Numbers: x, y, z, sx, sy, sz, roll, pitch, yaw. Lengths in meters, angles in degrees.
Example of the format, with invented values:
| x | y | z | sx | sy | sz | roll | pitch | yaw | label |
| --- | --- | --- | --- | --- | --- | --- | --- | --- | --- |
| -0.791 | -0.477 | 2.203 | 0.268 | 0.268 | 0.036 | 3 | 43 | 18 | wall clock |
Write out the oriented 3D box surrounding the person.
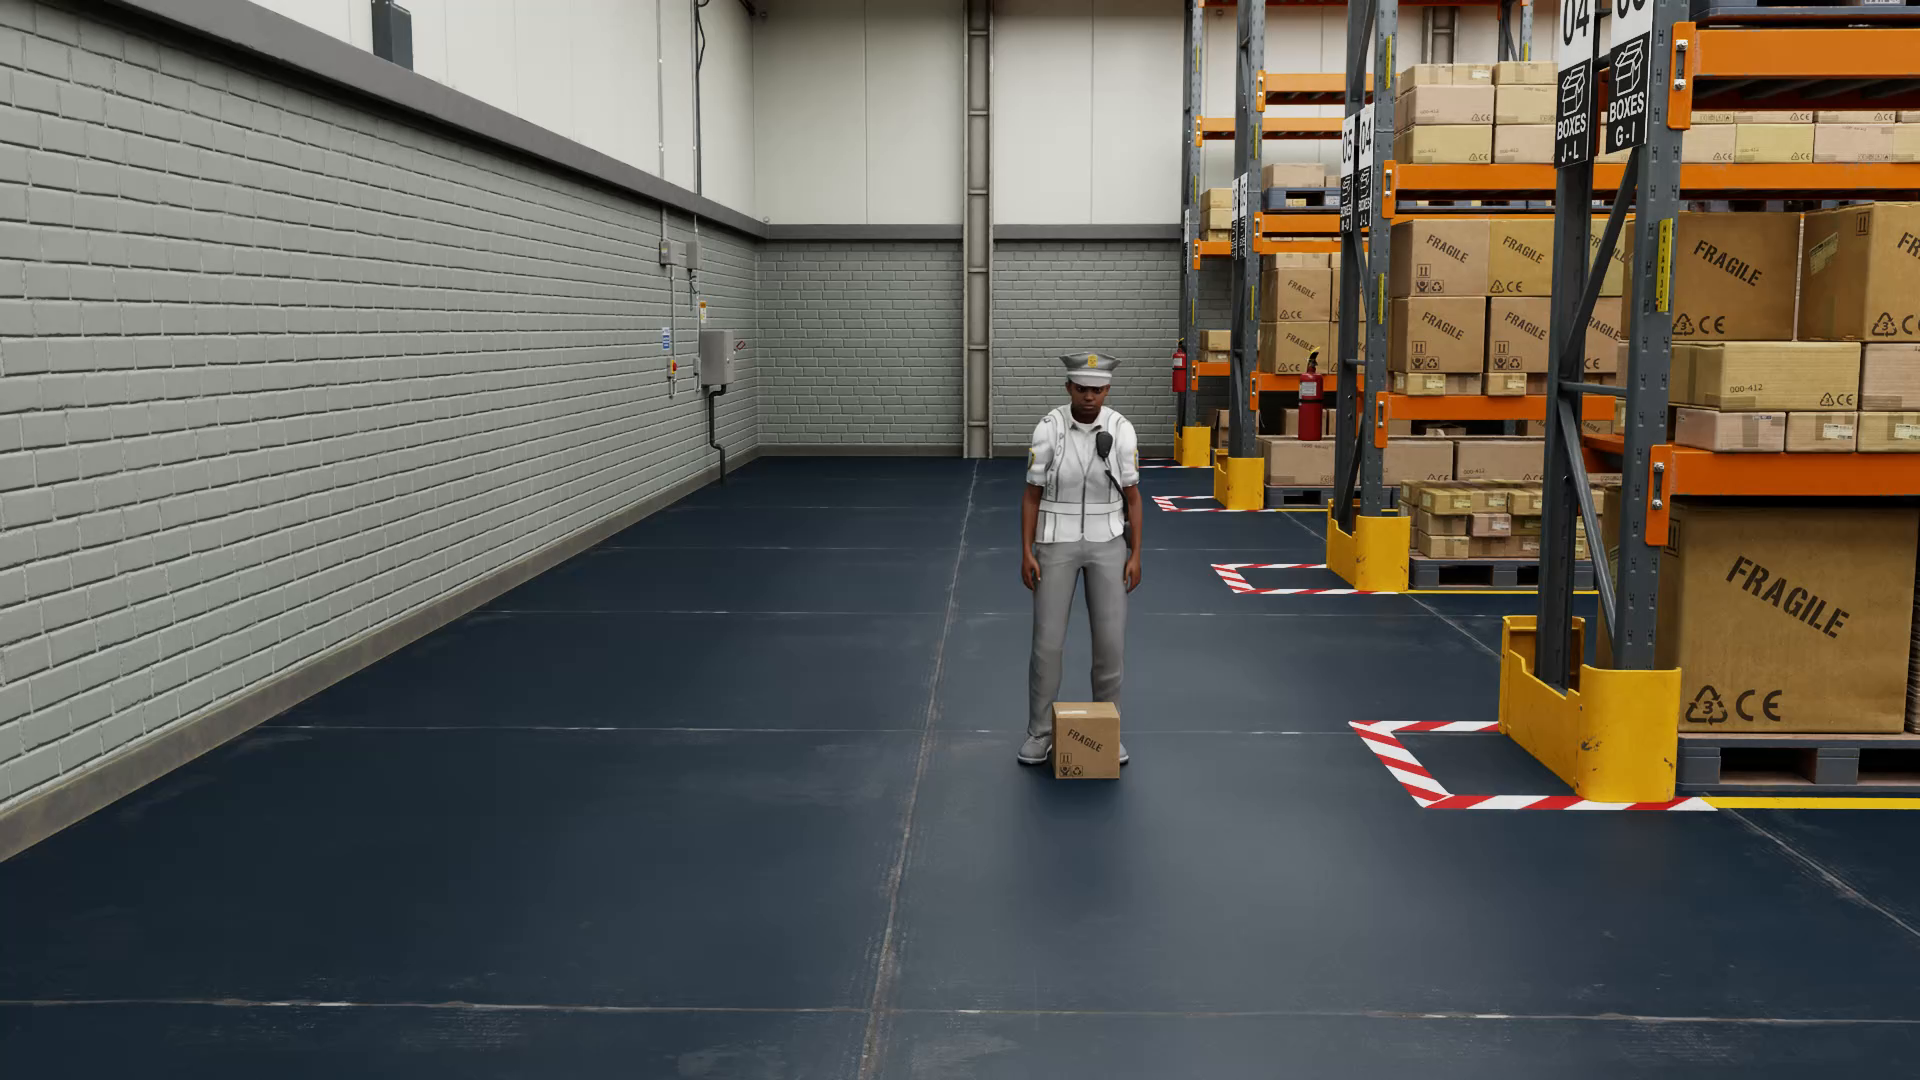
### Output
| x | y | z | sx | sy | sz | roll | pitch | yaw | label |
| --- | --- | --- | --- | --- | --- | --- | --- | --- | --- |
| 0.489 | 0.069 | 6.756 | 0.504 | 1.655 | 0.394 | 0 | 7 | 2 | person |
